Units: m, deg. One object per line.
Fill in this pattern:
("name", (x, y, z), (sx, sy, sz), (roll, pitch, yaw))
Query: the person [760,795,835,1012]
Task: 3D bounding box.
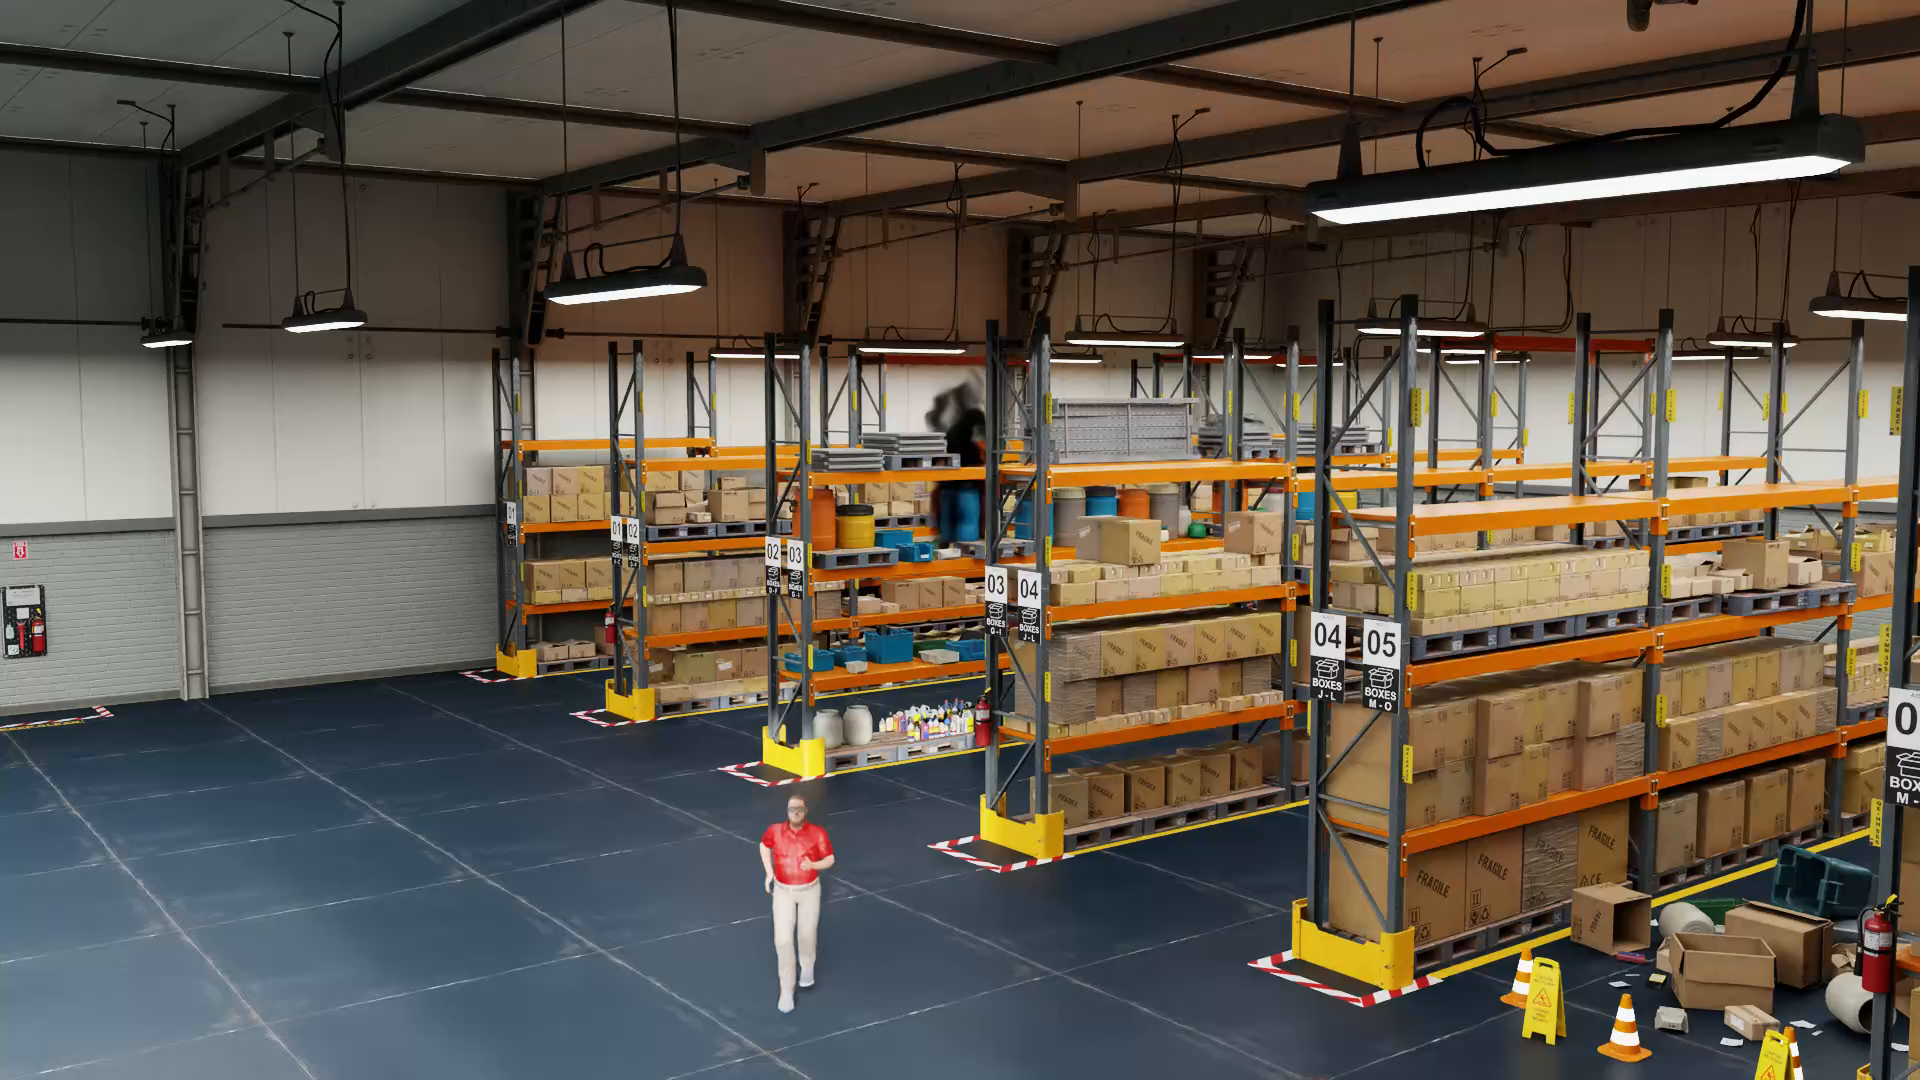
("person", (-1.390, 3.068, 14.213), (0.643, 1.789, 0.760), (0, 5, -4))
